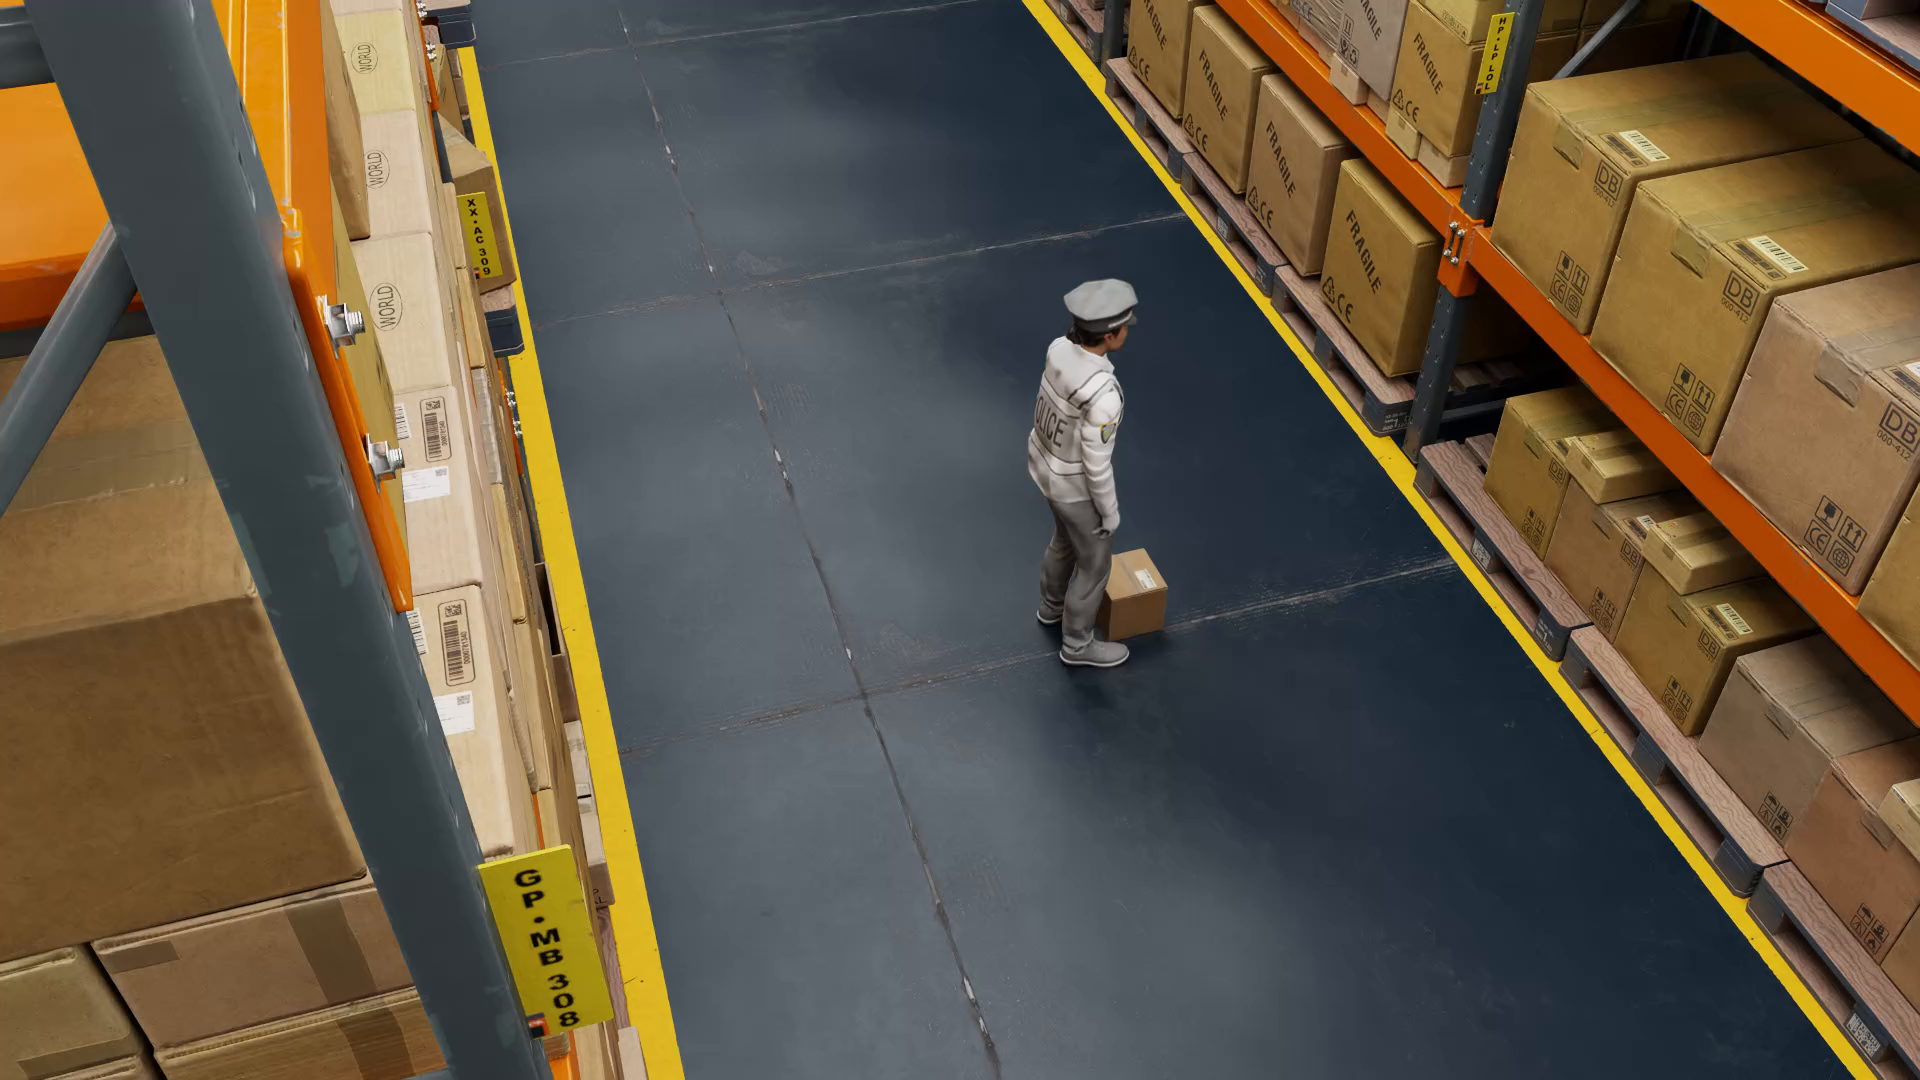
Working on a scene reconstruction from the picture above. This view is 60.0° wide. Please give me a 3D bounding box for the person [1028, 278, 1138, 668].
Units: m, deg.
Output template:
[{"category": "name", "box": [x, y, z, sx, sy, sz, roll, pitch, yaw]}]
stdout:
[{"category": "person", "box": [0.464, -0.237, 6.418, 0.374, 1.662, 0.534, -14, 44, -15]}]
